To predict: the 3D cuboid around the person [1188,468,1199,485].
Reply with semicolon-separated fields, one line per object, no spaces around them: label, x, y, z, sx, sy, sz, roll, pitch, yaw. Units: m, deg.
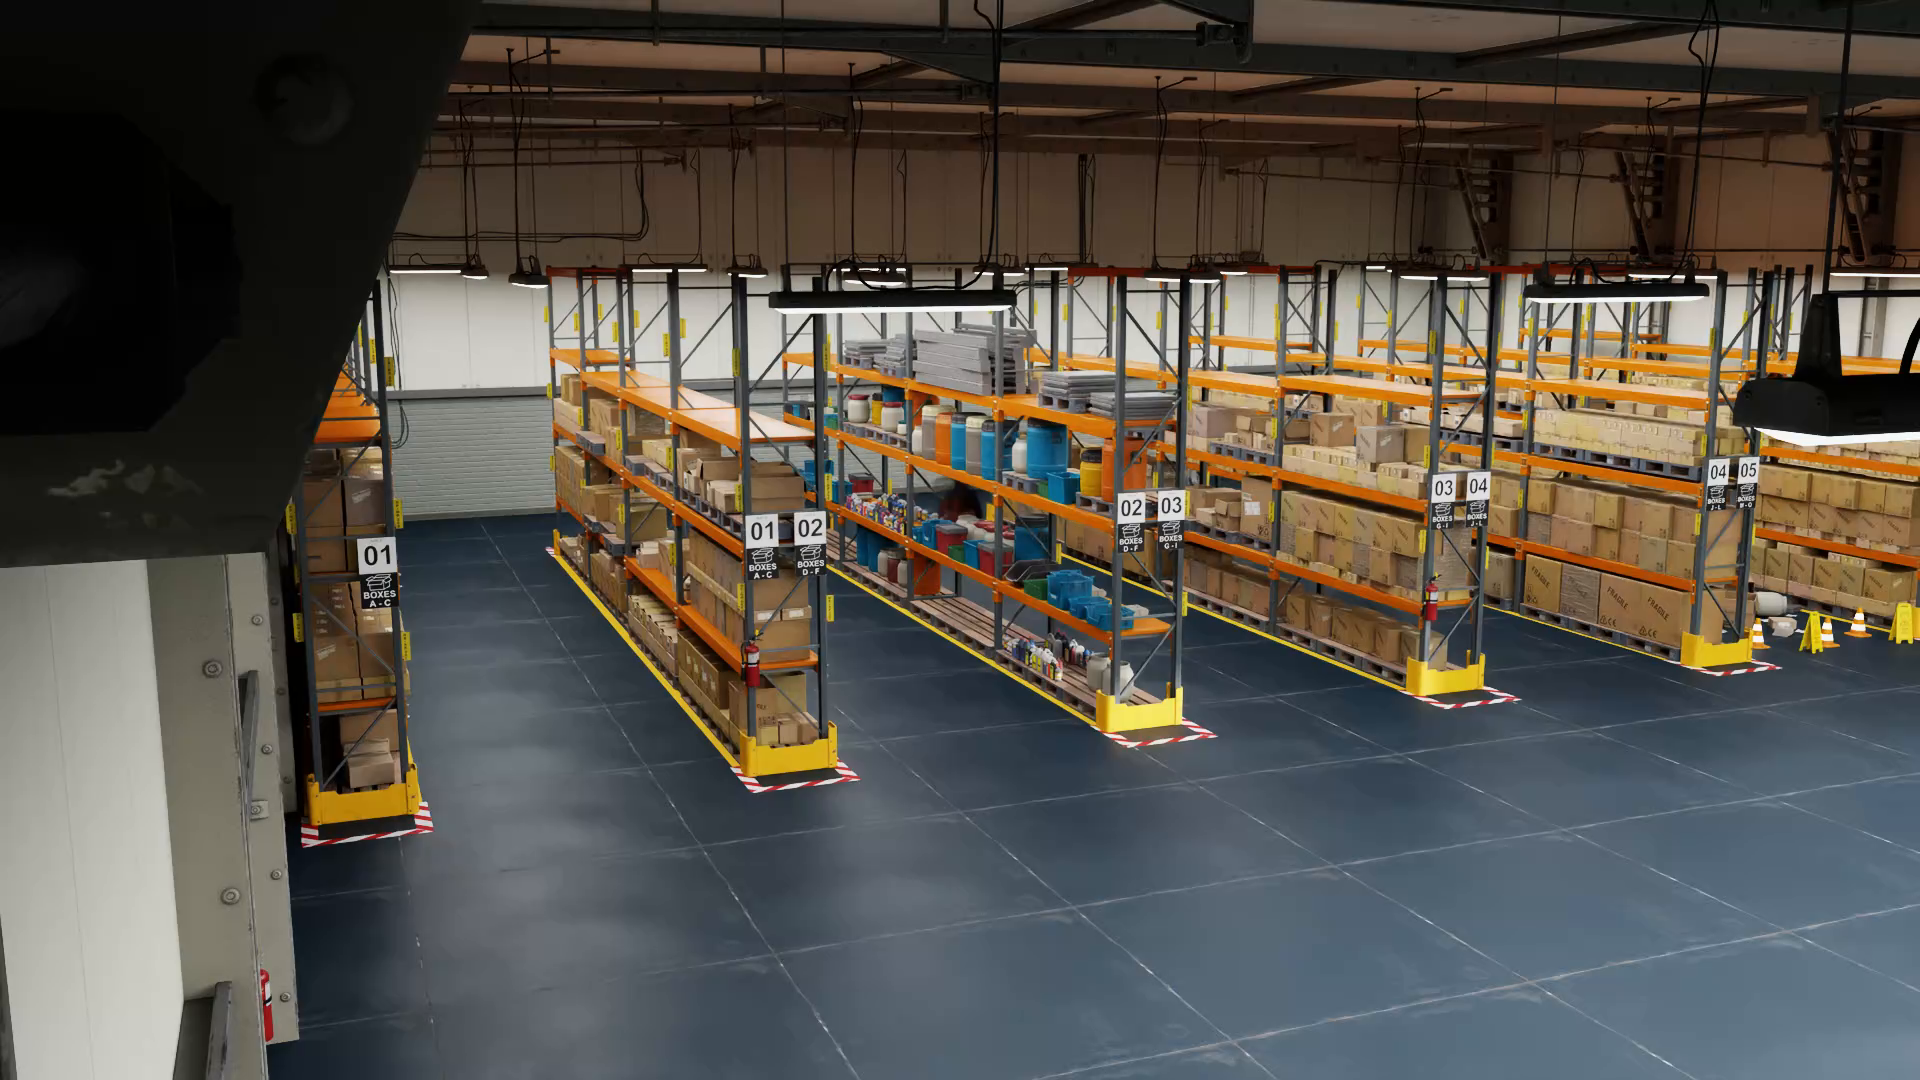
person;5.934;-1.879;42.598;0.492;1.638;0.727;7;12;36
